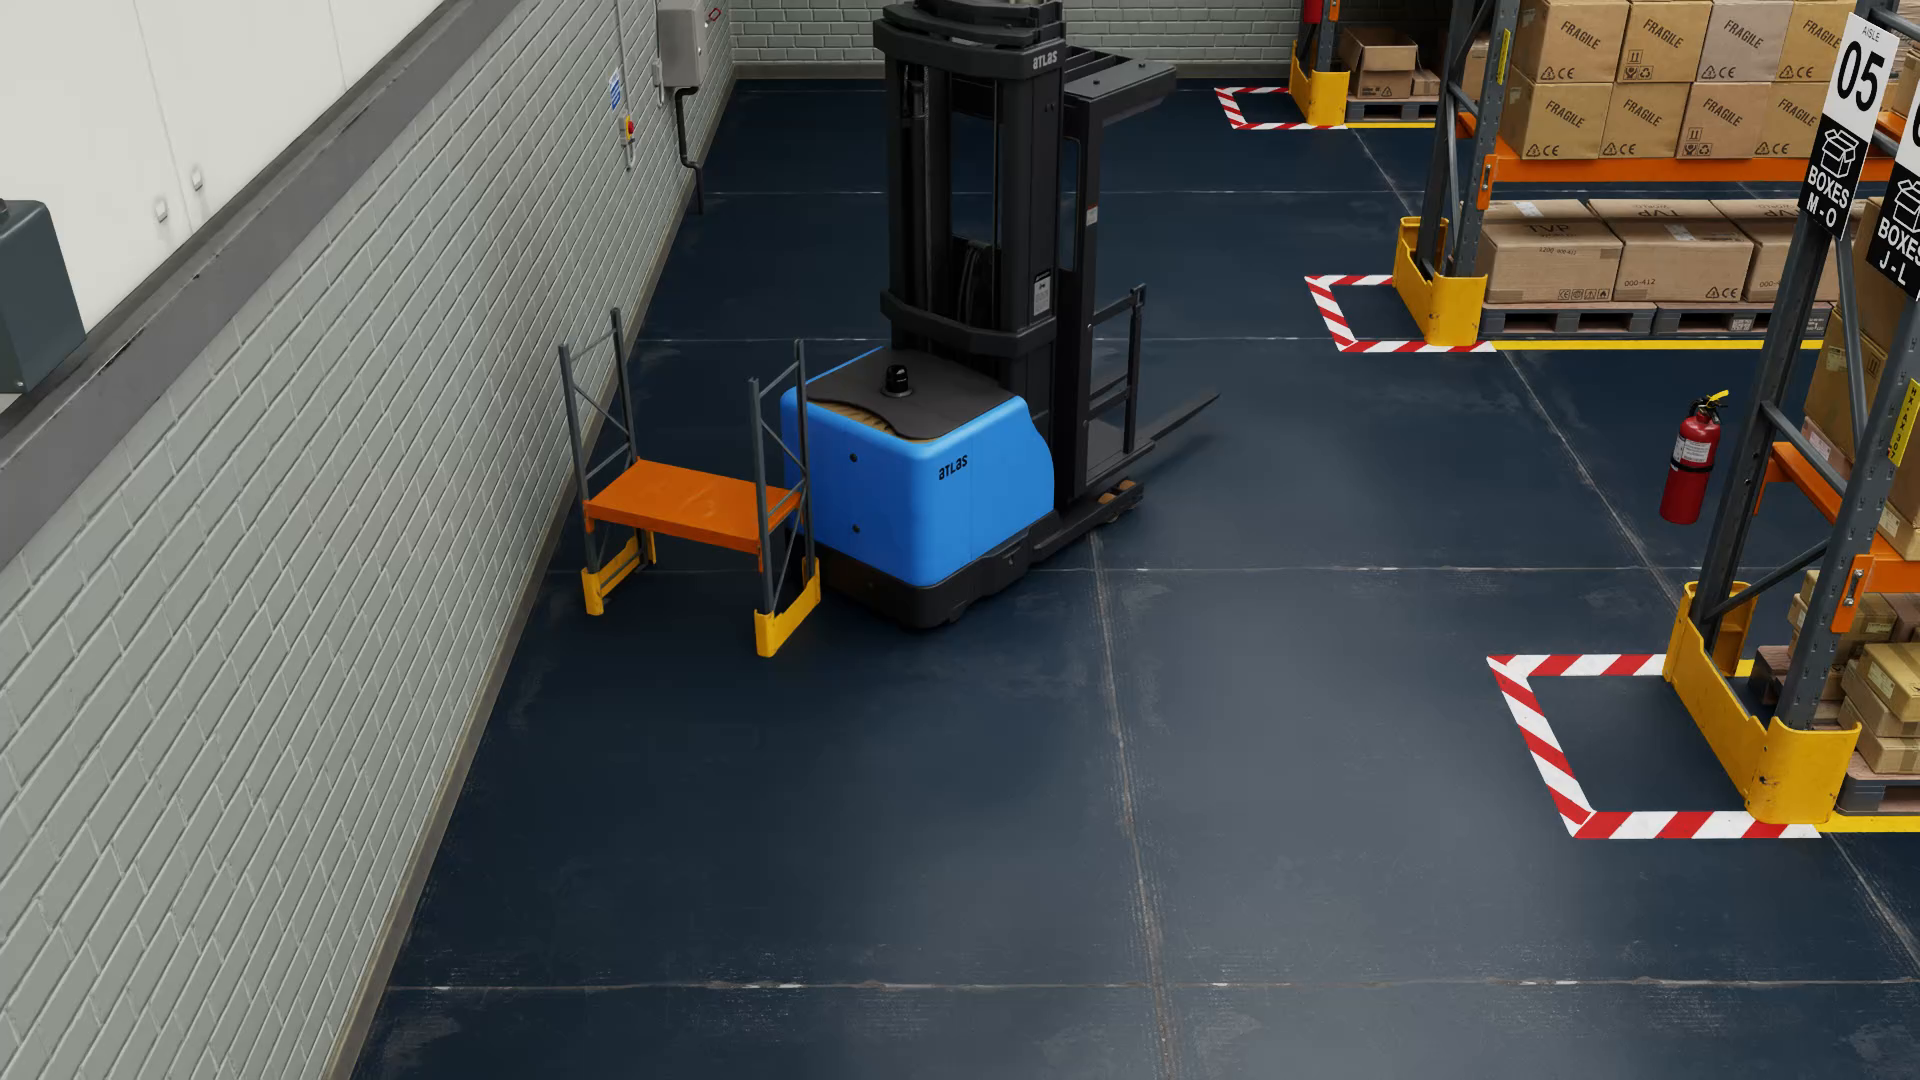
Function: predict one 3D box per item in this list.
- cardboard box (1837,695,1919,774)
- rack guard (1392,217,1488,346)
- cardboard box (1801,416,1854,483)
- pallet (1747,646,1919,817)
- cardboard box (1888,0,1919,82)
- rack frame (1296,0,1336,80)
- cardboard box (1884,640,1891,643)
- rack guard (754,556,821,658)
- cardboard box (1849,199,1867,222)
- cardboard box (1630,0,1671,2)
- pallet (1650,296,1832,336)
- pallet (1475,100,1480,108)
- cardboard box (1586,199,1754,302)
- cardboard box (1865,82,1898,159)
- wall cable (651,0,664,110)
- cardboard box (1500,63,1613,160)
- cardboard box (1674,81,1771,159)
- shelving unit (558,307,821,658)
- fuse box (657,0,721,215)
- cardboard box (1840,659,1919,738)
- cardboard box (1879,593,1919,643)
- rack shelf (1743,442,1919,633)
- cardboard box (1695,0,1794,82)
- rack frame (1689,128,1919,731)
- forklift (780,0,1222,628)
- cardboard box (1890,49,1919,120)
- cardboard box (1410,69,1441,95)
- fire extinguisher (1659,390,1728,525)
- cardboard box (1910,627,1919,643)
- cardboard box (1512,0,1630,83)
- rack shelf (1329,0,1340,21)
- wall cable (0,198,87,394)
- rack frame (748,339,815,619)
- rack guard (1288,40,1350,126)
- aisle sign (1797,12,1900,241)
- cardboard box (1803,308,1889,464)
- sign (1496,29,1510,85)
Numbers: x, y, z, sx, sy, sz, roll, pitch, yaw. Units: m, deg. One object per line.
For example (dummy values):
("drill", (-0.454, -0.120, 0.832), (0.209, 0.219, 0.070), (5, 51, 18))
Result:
("cardboard box", (4.073, 0.852, 7.298), (0.250, 0.149, 0.380), (0, 31, 1))
("rack guard", (3.392, -1.851, 11.818), (0.348, 0.500, 1.175), (0, 31, 0))
("cardboard box", (3.871, -0.392, 7.247), (0.250, 0.149, 0.380), (0, 31, 0))
("pallet", (4.436, 0.856, 7.636), (1.213, 0.211, 1.003), (0, 31, 0))
("cardboard box", (5.929, -3.253, 10.660), (0.500, 0.500, 0.500), (0, 31, 0))
("rack frame", (3.382, -5.494, 15.413), (0.127, 3.000, 1.000), (0, 31, 0))
("cardboard box", (4.335, 0.438, 7.694), (0.250, 0.149, 0.380), (-1, 31, -1))
("rack guard", (-0.873, 0.334, 8.459), (0.087, 0.250, 0.587), (12, 33, 19))
("cardboard box", (6.788, -2.070, 11.835), (0.875, 0.438, 0.875), (-1, 31, -1))
("cardboard box", (4.295, -3.503, 10.447), (0.250, 0.149, 0.380), (1, 31, 1))
("pallet", (5.432, -1.773, 11.968), (1.213, 0.211, 1.003), (0, 31, 0))
("pallet", (5.473, -4.307, 16.146), (1.213, 0.211, 1.003), (0, 31, 0))
("cardboard box", (4.991, -2.065, 11.826), (0.875, 0.438, 0.875), (1, 31, 1))
("cardboard box", (5.937, -2.827, 10.921), (0.500, 0.500, 0.500), (-1, 31, -1))
("wall cable", (-2.243, -4.060, 12.070), (0.122, 1.984, 0.588), (0, 31, 0))
("cardboard box", (3.898, -2.815, 10.901), (0.500, 0.500, 0.500), (0, 31, -1))
("cardboard box", (4.912, -2.823, 10.915), (0.500, 0.500, 0.500), (0, 31, -1))
("shelving unit", (-1.334, -0.298, 8.295), (1.083, 1.500, 0.587), (12, 33, 19))
("fuse box", (-2.089, -3.429, 13.252), (0.414, 1.711, 0.539), (0, 31, 0))
("cardboard box", (4.073, 0.692, 7.275), (0.250, 0.149, 0.380), (1, 31, 2))
("cardboard box", (4.327, 0.329, 7.586), (0.250, 0.149, 0.380), (0, 31, 1))
("rack shelf", (5.547, -0.051, 7.135), (4.000, 0.370, 1.077), (0, 31, 0))
("cardboard box", (4.929, -3.254, 10.661), (0.500, 0.500, 0.500), (0, 31, -1))
("rack frame", (3.547, -0.352, 6.938), (0.127, 3.000, 1.000), (0, 31, 0))
("forklift", (0.401, -1.501, 8.898), (1.130, 2.935, 3.031), (24, 38, 33))
("cardboard box", (4.000, -1.709, 6.428), (0.500, 0.250, 0.500), (-1, 31, -1))
("cardboard box", (4.420, -4.389, 15.935), (0.250, 0.149, 0.380), (-1, 31, -2))
("fire extinguisher", (3.292, -0.398, 7.448), (0.183, 0.674, 0.296), (0, 31, 0))
("cardboard box", (4.348, 0.544, 7.231), (0.250, 0.149, 0.380), (0, 31, 1))
("cardboard box", (3.898, -3.243, 10.643), (0.500, 0.500, 0.500), (-1, 31, -1))
("rack shelf", (5.382, -5.193, 15.610), (4.000, 0.370, 1.077), (0, 31, 0))
("wall cable", (-2.199, -3.489, 3.224), (0.120, 5.999, 2.277), (0, 31, 0))
("rack frame", (-0.855, -0.197, 8.128), (0.032, 1.500, 0.500), (12, 33, 19))
("rack guard", (3.458, -4.426, 16.062), (0.348, 0.500, 1.175), (0, 31, 0))
("aisle sign", (3.472, -1.619, 6.520), (0.004, 0.787, 0.394), (0, 31, 0))
("cardboard box", (3.995, -0.657, 7.058), (0.500, 0.500, 0.500), (0, 31, 1))
("sign", (3.413, -3.035, 10.450), (0.005, 0.325, 0.100), (0, 31, 0))
